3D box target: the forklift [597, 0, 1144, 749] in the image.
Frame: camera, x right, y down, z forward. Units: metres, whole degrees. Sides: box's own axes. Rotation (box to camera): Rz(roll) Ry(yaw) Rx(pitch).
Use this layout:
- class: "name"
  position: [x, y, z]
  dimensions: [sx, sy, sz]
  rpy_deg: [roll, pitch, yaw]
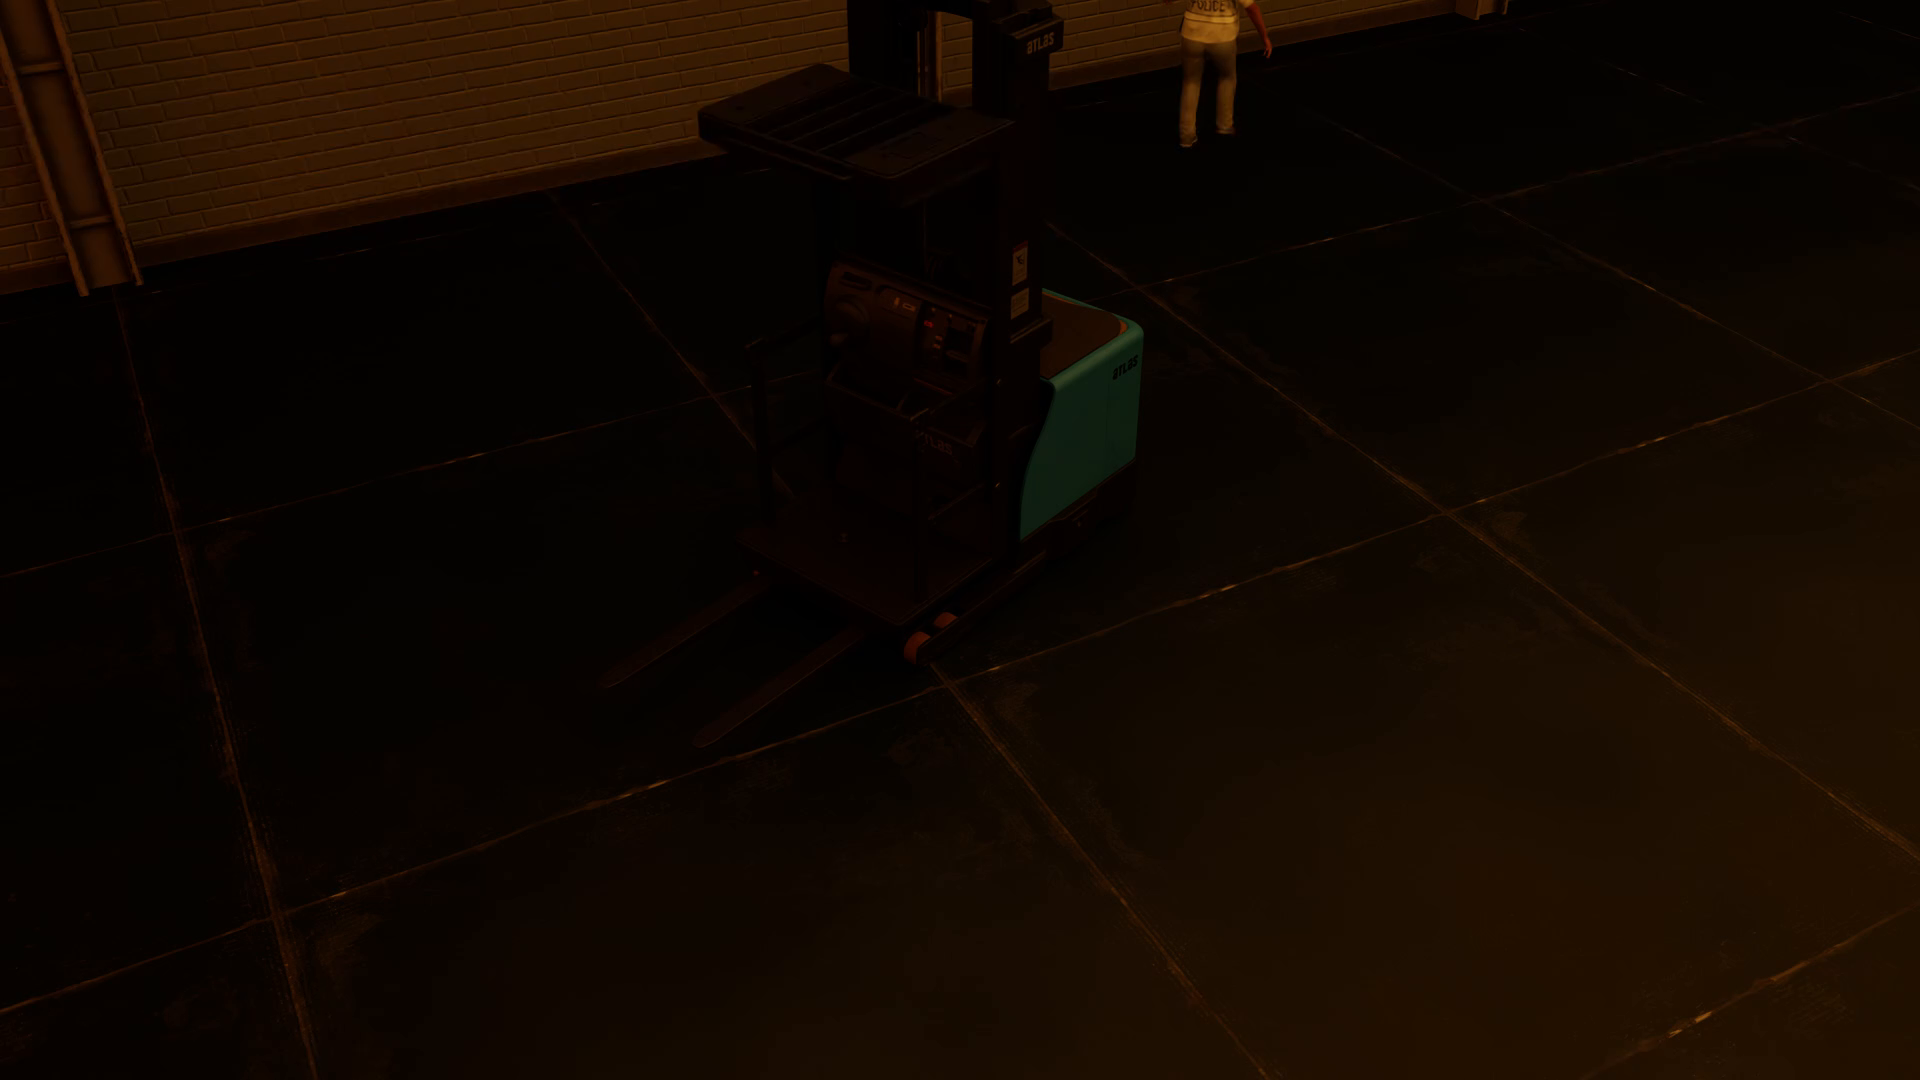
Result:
- class: "forklift"
  position: [-0.390, -0.927, 7.434]
  dimensions: [1.130, 2.935, 3.031]
  rpy_deg: [26, 43, 31]

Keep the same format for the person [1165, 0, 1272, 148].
- class: "person"
  position: [1.956, -3.840, 12.722]
  dimensions: [0.924, 1.675, 0.629]
  rpy_deg: [13, 37, 17]
